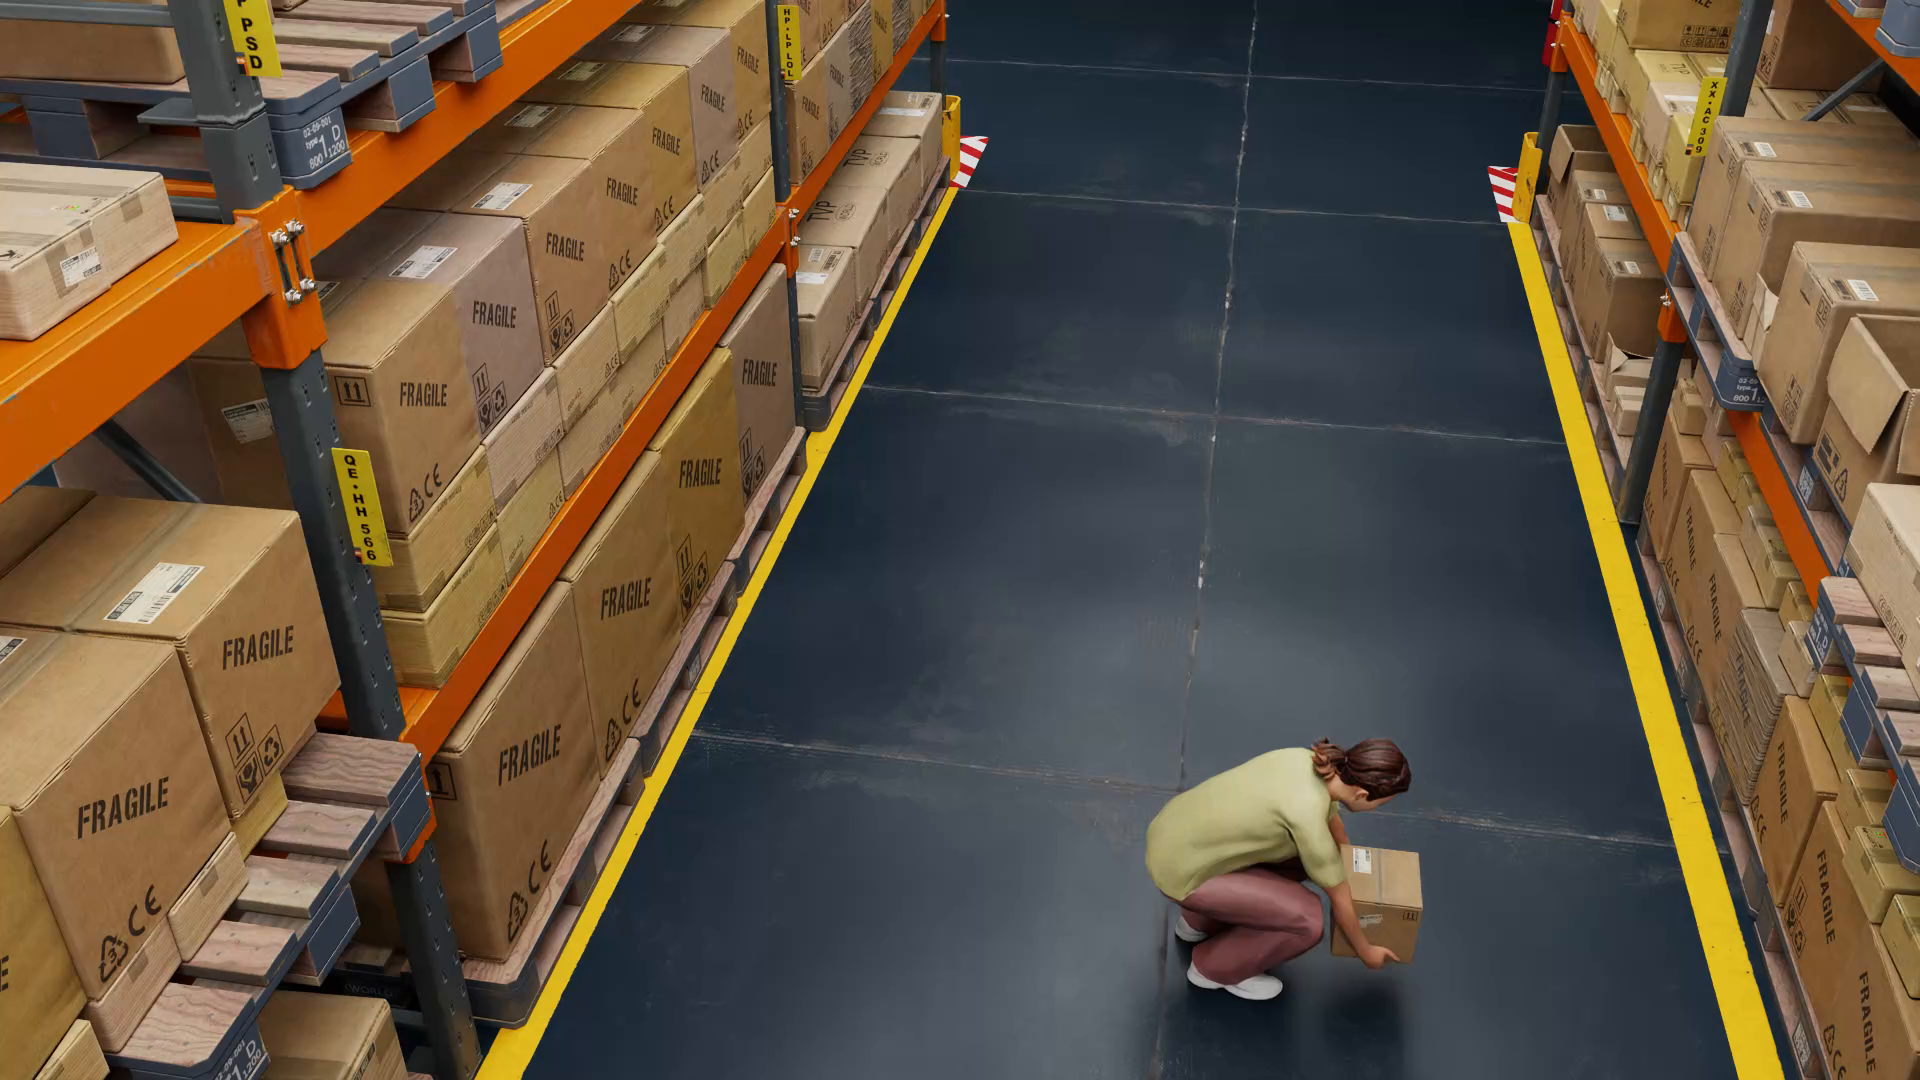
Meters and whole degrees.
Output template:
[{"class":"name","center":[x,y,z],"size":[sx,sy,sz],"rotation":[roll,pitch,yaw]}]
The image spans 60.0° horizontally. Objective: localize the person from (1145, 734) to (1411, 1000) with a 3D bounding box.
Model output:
[{"class":"person","center":[0.999,1.008,5.253],"size":[0.824,0.935,0.454],"rotation":[5,33,7]}]
